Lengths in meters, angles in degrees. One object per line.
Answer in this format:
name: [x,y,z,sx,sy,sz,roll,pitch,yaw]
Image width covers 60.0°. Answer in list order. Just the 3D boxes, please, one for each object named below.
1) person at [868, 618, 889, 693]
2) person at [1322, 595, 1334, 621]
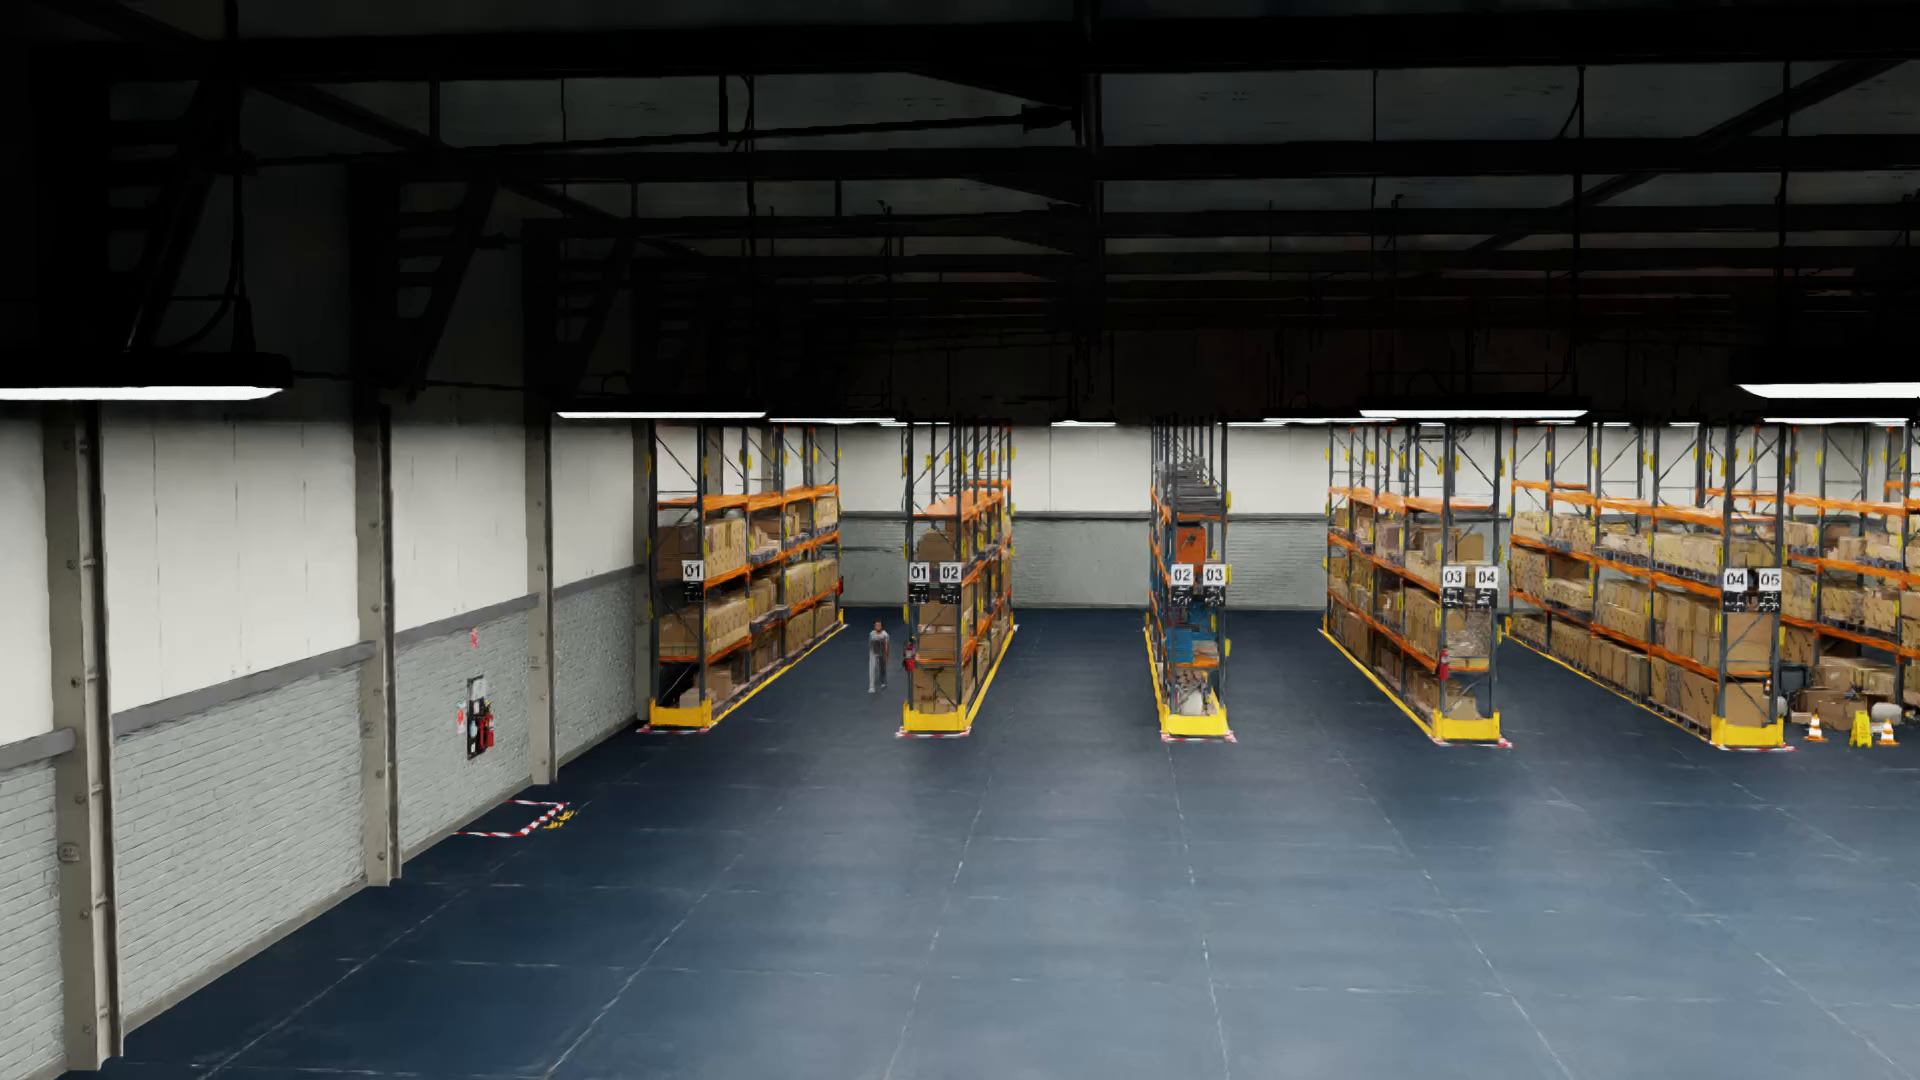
person: [-1.751,2.485,36.054,0.445,1.591,1.110,0,4,3]
person: [11.043,1.534,49.102,0.720,1.786,0.494,-3,5,-39]
